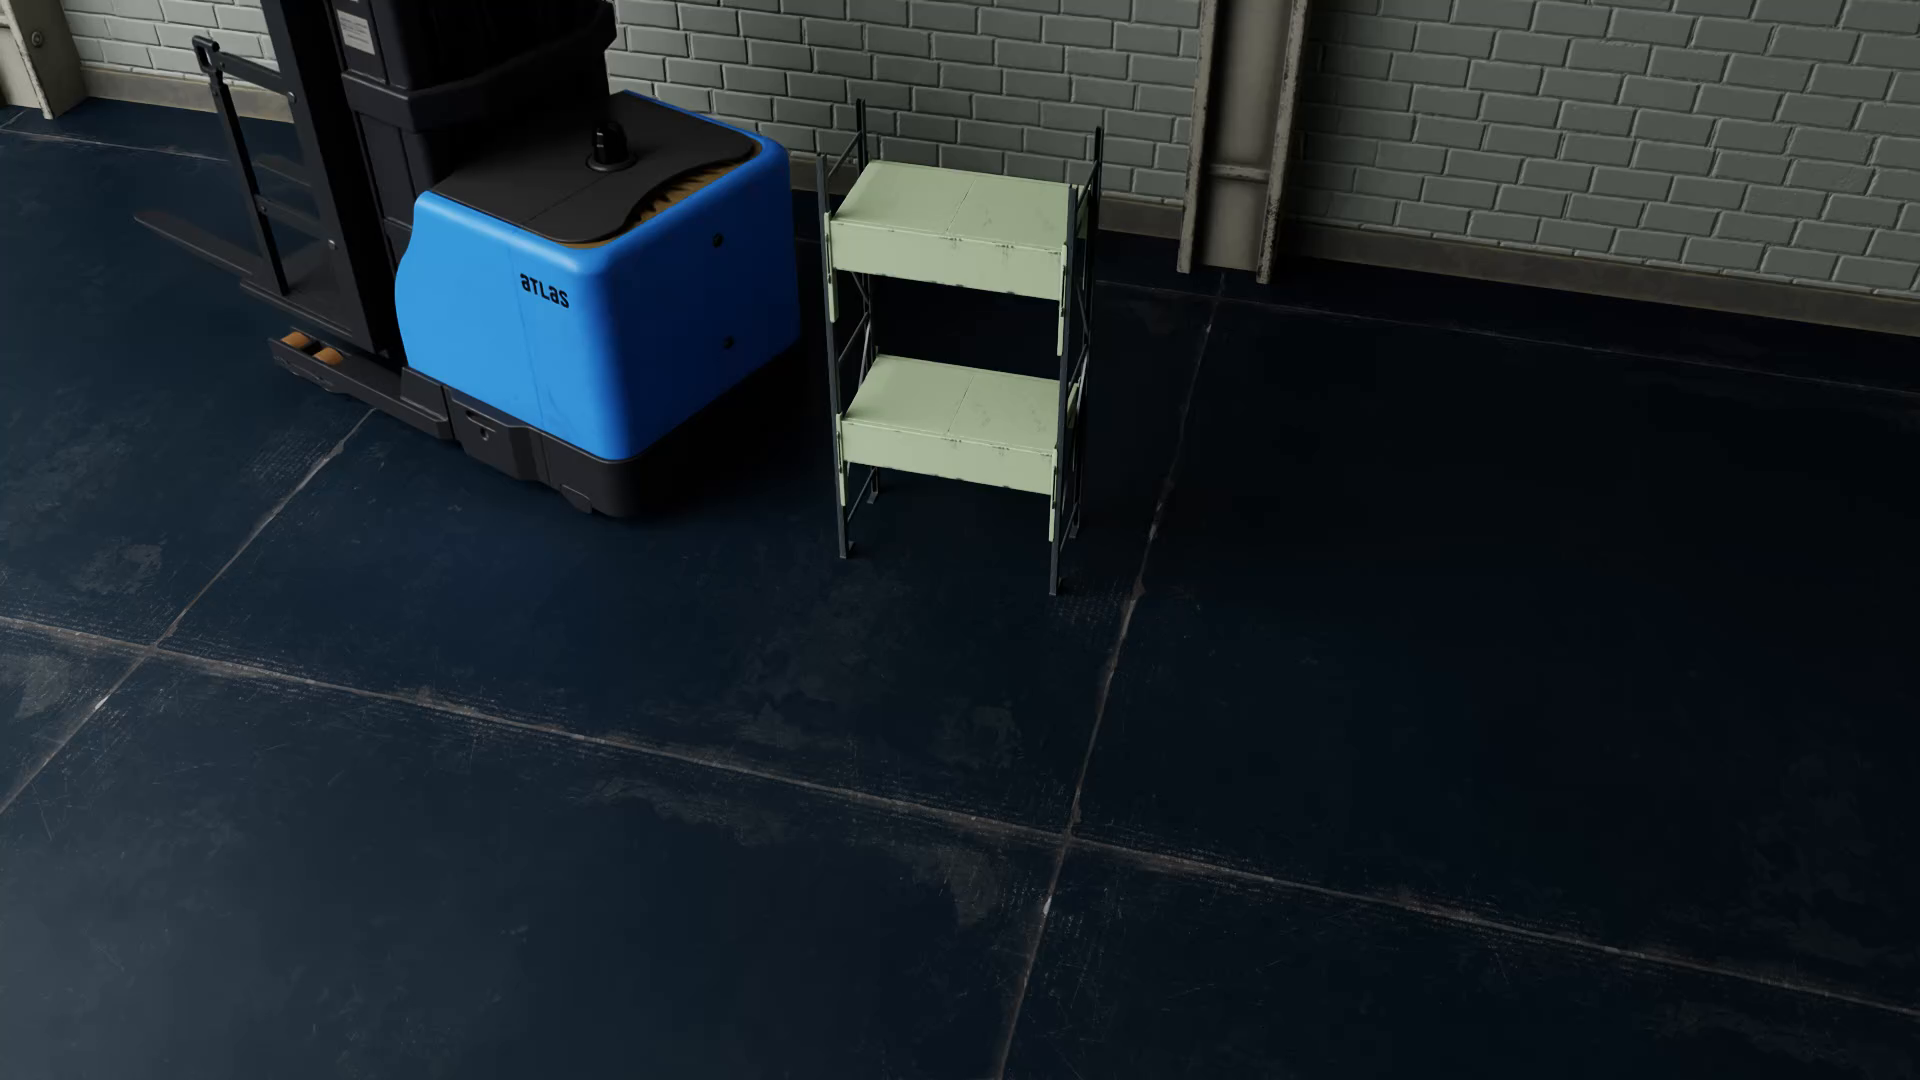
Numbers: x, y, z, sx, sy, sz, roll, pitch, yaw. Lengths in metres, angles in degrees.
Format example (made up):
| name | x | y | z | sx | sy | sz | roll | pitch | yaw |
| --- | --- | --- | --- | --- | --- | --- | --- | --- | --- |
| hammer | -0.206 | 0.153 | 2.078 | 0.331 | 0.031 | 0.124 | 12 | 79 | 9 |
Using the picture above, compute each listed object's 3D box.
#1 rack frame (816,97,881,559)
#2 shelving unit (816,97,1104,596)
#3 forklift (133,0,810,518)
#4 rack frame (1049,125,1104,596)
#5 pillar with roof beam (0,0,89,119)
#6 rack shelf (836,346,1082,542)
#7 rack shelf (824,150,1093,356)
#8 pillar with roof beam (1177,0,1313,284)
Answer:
| name | x | y | z | sx | sy | sz | roll | pitch | yaw |
| --- | --- | --- | --- | --- | --- | --- | --- | --- | --- |
| rack frame | -0.347 | -0.634 | 5.339 | 0.023 | 1.500 | 0.400 | 10 | 41 | 11 |
| shelving unit | 0.006 | -0.573 | 5.266 | 0.755 | 1.500 | 0.431 | 10 | 41 | 11 |
| forklift | -2.073 | -1.949 | 5.792 | 3.031 | 2.935 | 1.130 | 24 | 46 | 26 |
| rack frame | 0.360 | -0.512 | 5.194 | 0.023 | 1.500 | 0.400 | 10 | 41 | 11 |
| pillar with roof beam | -5.750 | -2.981 | 2.302 | 0.400 | 9.000 | 9.100 | 10 | 41 | 11 |
| rack shelf | 0.006 | -0.324 | 5.476 | 0.720 | 0.370 | 0.431 | 10 | 41 | 11 |
| rack shelf | 0.006 | -0.872 | 5.015 | 0.720 | 0.370 | 0.431 | 10 | 41 | 11 |
| pillar with roof beam | 0.046 | -1.983 | 1.114 | 0.400 | 9.000 | 9.100 | 10 | 41 | 11 |
